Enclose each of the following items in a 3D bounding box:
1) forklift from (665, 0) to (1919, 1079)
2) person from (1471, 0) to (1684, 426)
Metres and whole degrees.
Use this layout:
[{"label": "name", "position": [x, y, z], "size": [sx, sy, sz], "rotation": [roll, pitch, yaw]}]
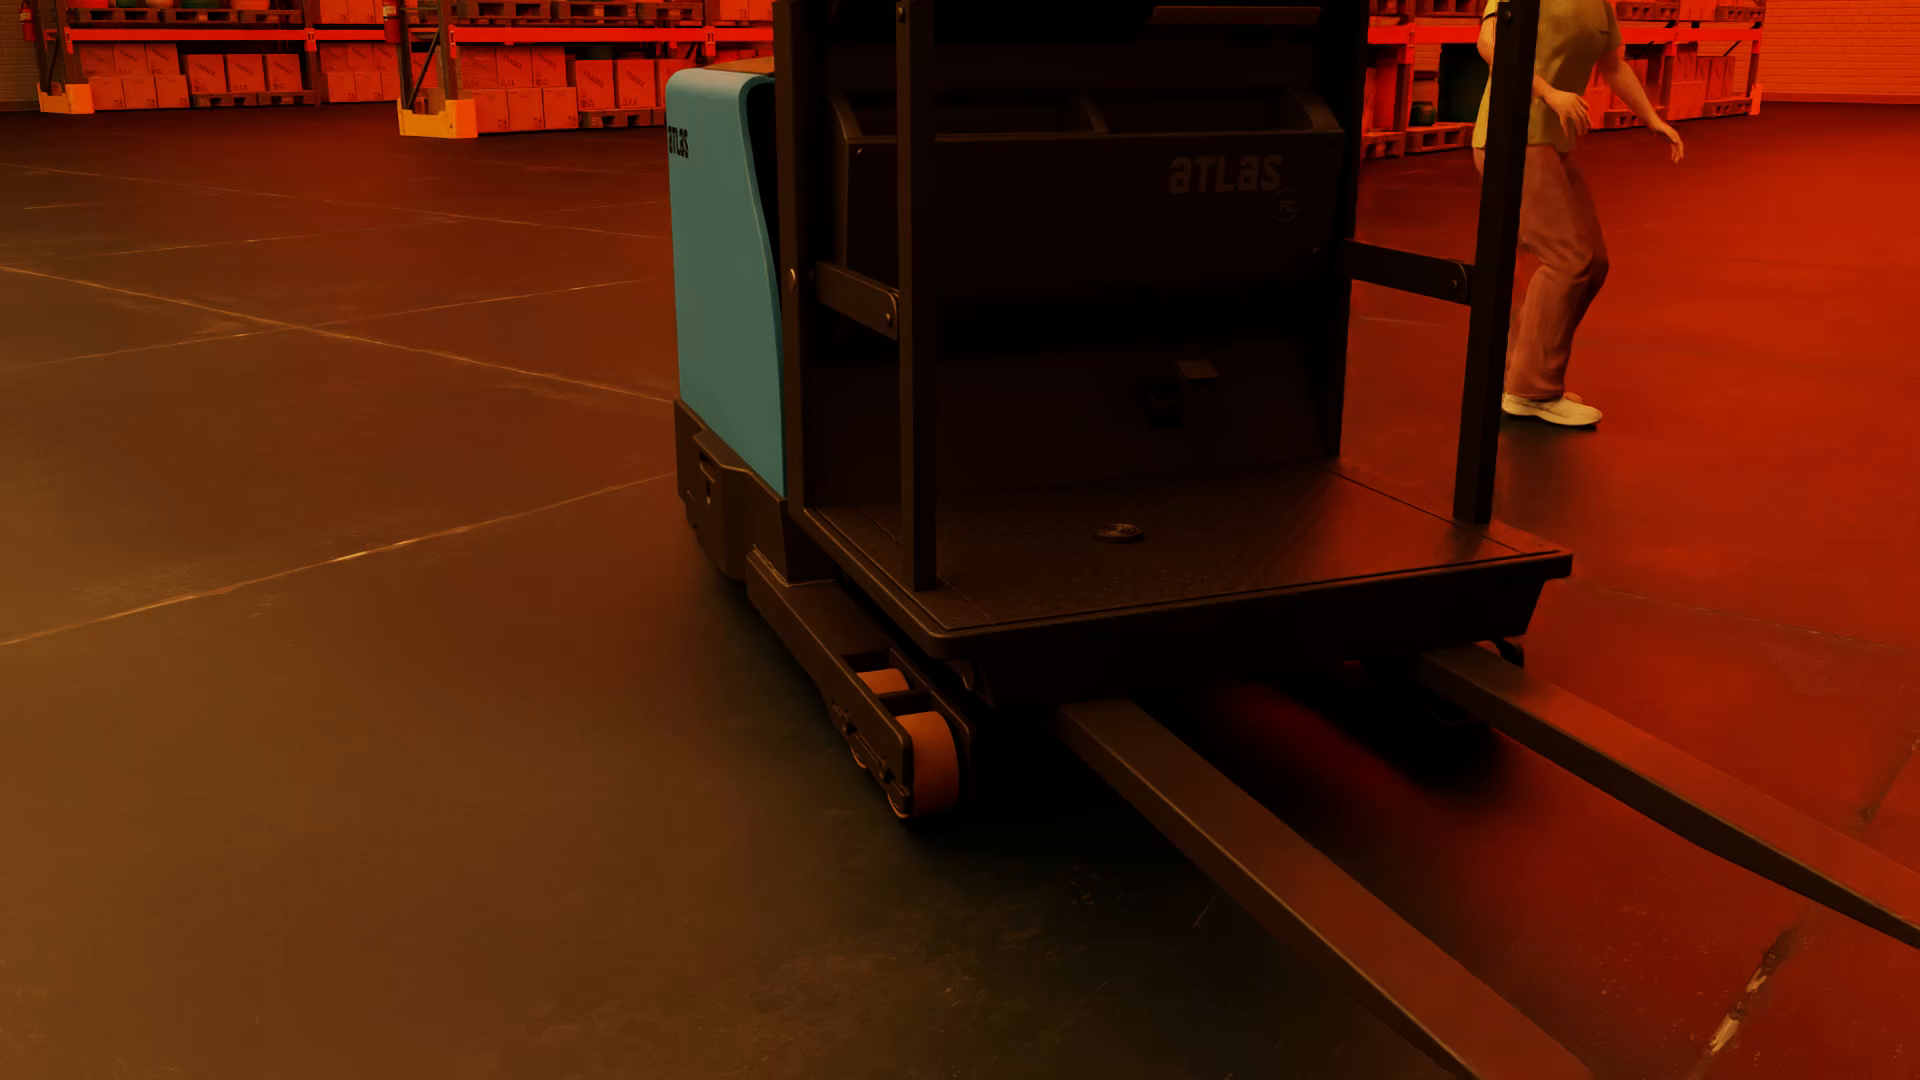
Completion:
[{"label": "forklift", "position": [0.307, -1.111, 2.558], "size": [1.130, 2.935, 3.031], "rotation": [-6, 18, -20]}, {"label": "person", "position": [1.843, -1.161, 5.046], "size": [0.692, 1.618, 0.488], "rotation": [-16, 23, -42]}]
